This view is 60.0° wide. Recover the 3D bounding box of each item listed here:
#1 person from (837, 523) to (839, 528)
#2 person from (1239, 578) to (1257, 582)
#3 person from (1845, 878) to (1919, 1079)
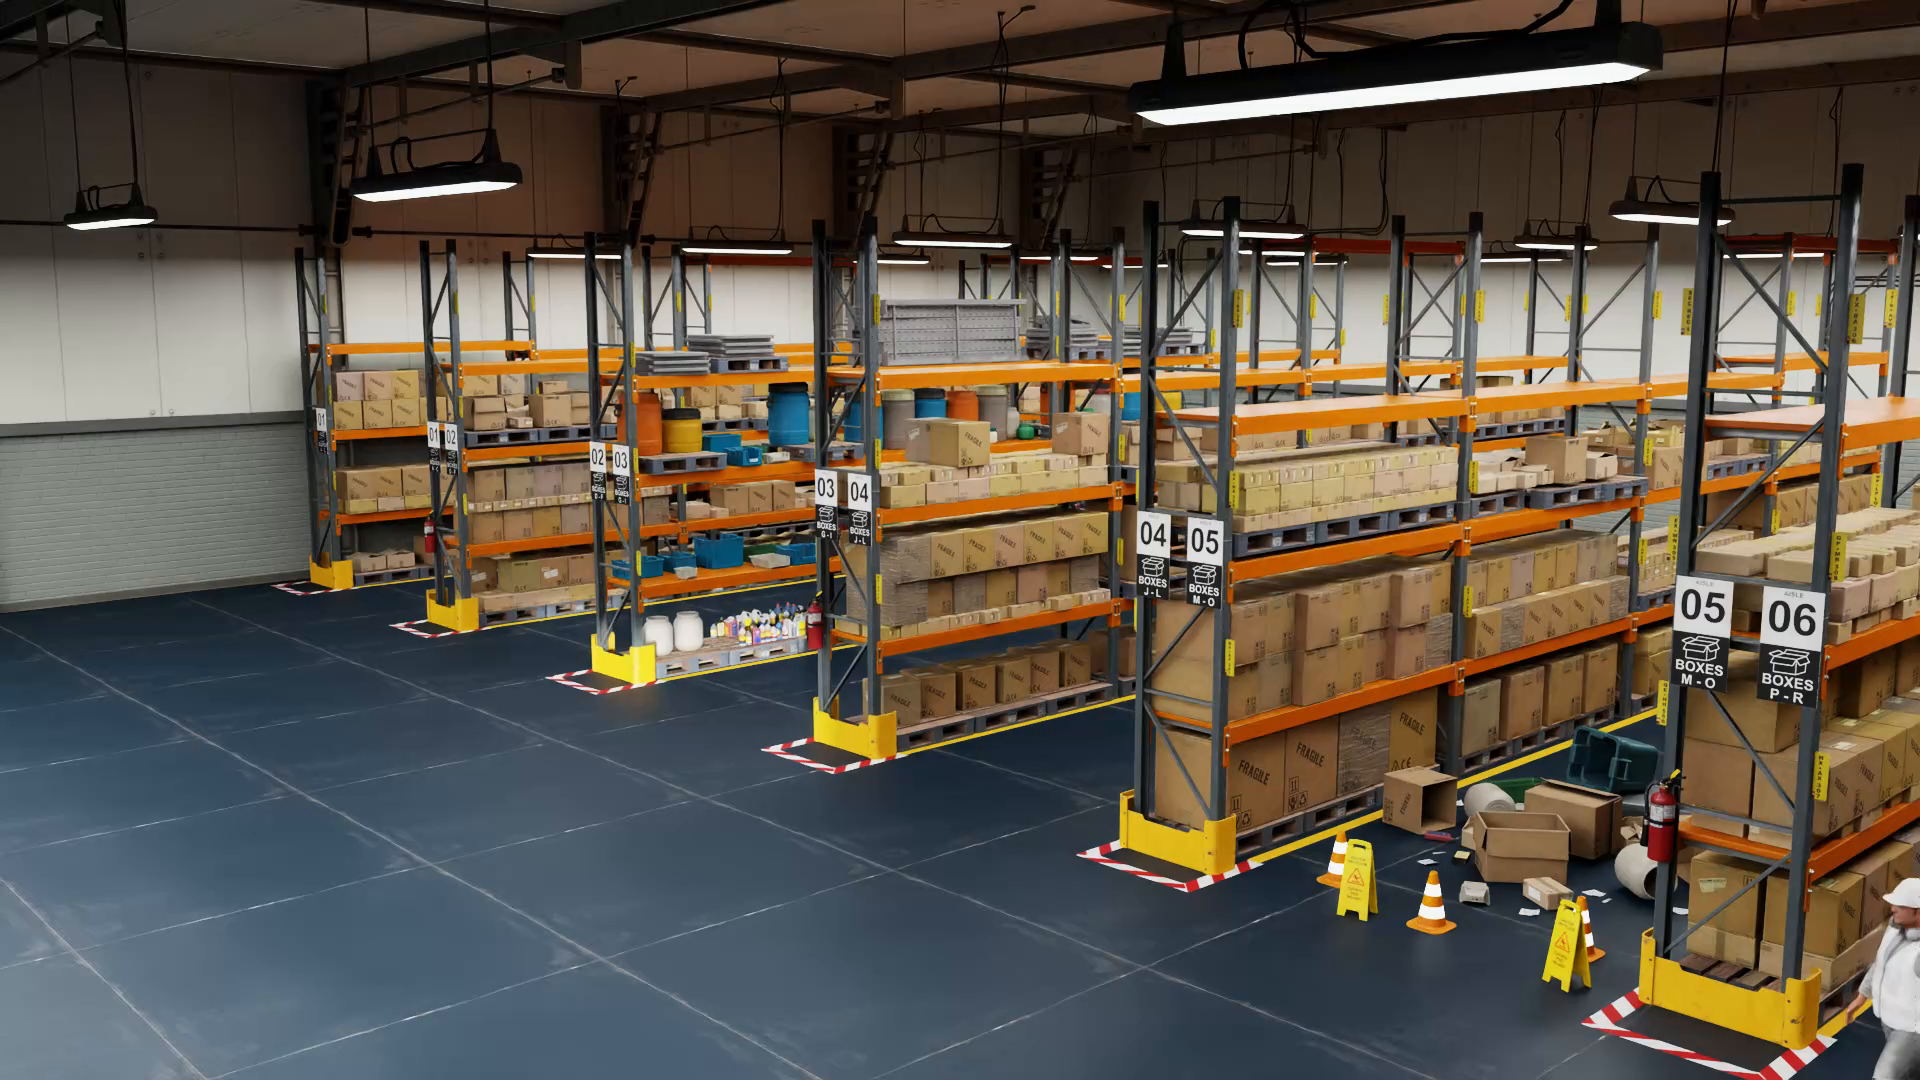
[{"bbox_3d":[-2.696,-0.717,34.784,0.417,1.559,0.760,8,12,44],"label":"person"},{"bbox_3d":[3.445,1.370,20.275,0.541,1.819,0.599,7,11,41],"label":"person"},{"bbox_3d":[5.587,2.851,9.965,1.051,1.712,0.574,0,8,0],"label":"person"}]
